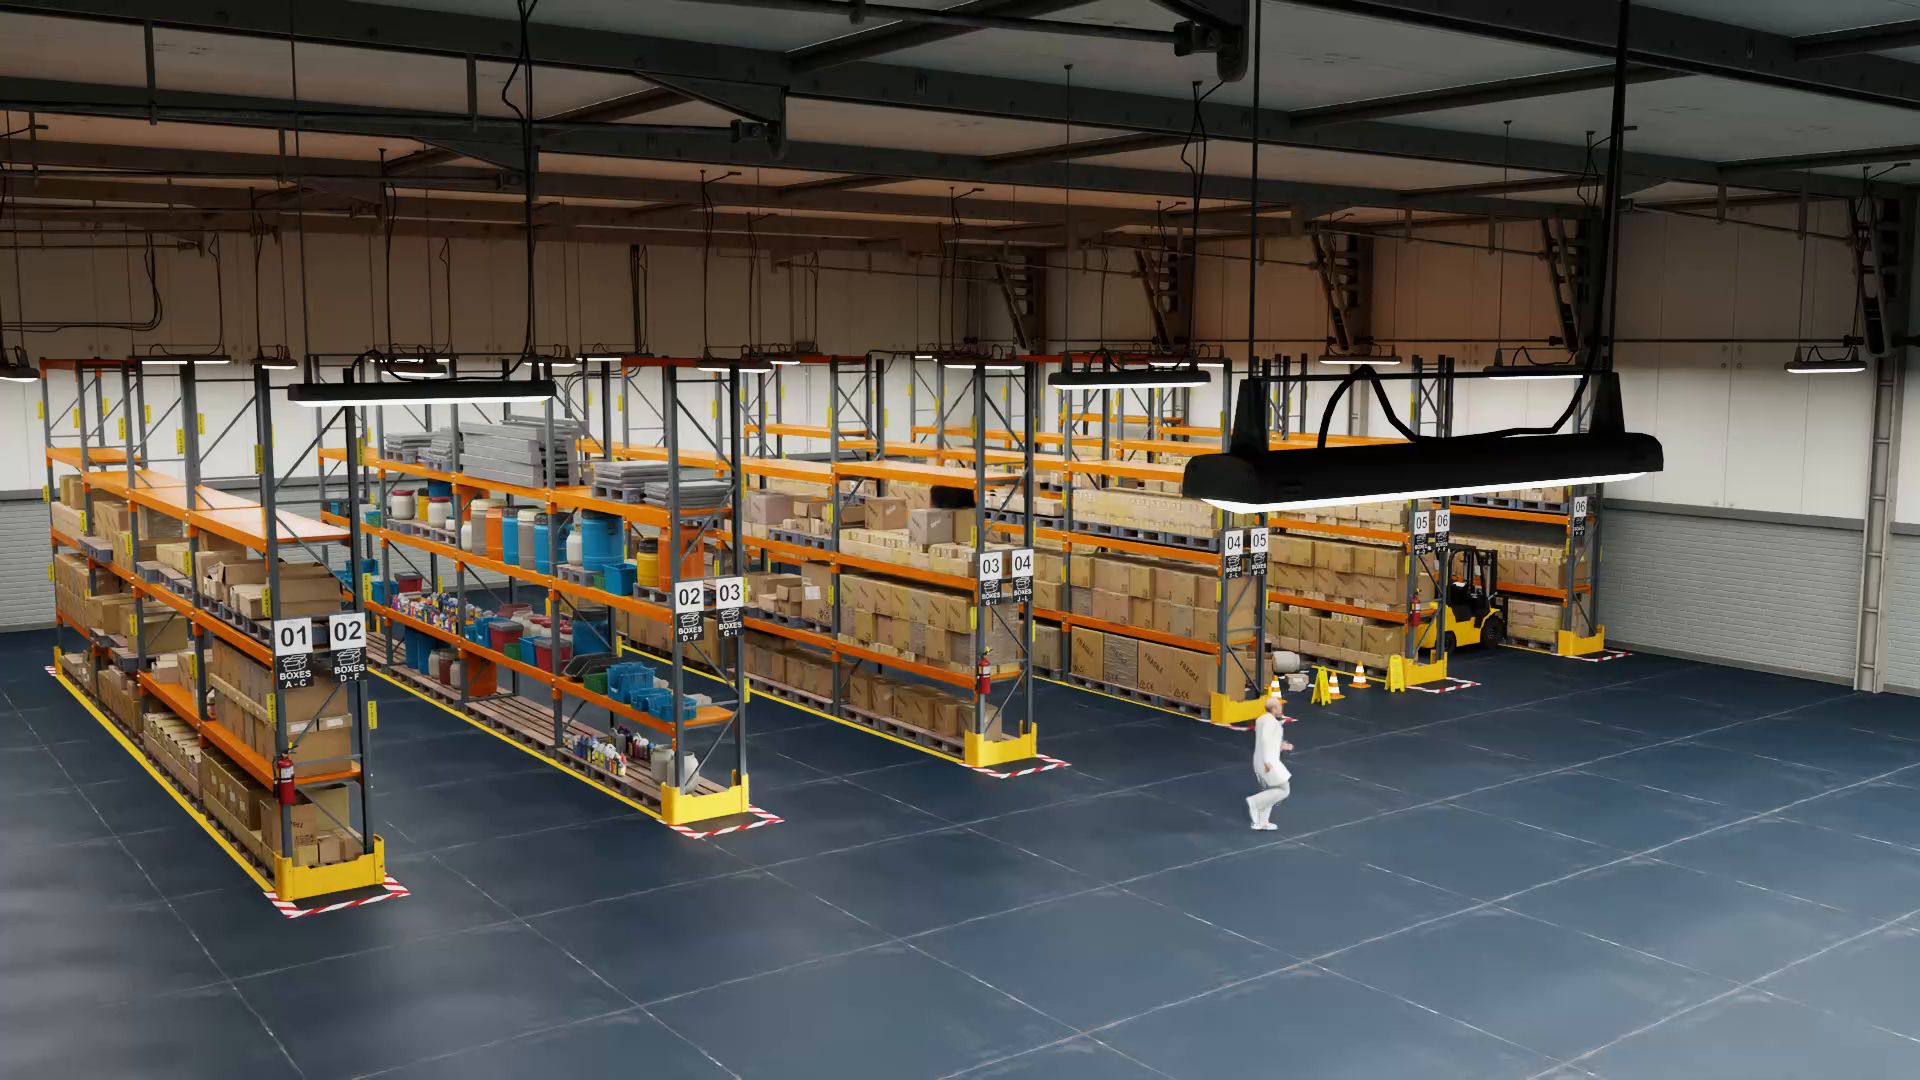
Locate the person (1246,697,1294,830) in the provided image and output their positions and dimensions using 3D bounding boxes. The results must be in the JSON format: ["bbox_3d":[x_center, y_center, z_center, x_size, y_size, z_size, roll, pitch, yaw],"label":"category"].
[{"bbox_3d":[4.019,2.906,21.531,0.671,1.717,0.702,-1,7,-8],"label":"person"}]
